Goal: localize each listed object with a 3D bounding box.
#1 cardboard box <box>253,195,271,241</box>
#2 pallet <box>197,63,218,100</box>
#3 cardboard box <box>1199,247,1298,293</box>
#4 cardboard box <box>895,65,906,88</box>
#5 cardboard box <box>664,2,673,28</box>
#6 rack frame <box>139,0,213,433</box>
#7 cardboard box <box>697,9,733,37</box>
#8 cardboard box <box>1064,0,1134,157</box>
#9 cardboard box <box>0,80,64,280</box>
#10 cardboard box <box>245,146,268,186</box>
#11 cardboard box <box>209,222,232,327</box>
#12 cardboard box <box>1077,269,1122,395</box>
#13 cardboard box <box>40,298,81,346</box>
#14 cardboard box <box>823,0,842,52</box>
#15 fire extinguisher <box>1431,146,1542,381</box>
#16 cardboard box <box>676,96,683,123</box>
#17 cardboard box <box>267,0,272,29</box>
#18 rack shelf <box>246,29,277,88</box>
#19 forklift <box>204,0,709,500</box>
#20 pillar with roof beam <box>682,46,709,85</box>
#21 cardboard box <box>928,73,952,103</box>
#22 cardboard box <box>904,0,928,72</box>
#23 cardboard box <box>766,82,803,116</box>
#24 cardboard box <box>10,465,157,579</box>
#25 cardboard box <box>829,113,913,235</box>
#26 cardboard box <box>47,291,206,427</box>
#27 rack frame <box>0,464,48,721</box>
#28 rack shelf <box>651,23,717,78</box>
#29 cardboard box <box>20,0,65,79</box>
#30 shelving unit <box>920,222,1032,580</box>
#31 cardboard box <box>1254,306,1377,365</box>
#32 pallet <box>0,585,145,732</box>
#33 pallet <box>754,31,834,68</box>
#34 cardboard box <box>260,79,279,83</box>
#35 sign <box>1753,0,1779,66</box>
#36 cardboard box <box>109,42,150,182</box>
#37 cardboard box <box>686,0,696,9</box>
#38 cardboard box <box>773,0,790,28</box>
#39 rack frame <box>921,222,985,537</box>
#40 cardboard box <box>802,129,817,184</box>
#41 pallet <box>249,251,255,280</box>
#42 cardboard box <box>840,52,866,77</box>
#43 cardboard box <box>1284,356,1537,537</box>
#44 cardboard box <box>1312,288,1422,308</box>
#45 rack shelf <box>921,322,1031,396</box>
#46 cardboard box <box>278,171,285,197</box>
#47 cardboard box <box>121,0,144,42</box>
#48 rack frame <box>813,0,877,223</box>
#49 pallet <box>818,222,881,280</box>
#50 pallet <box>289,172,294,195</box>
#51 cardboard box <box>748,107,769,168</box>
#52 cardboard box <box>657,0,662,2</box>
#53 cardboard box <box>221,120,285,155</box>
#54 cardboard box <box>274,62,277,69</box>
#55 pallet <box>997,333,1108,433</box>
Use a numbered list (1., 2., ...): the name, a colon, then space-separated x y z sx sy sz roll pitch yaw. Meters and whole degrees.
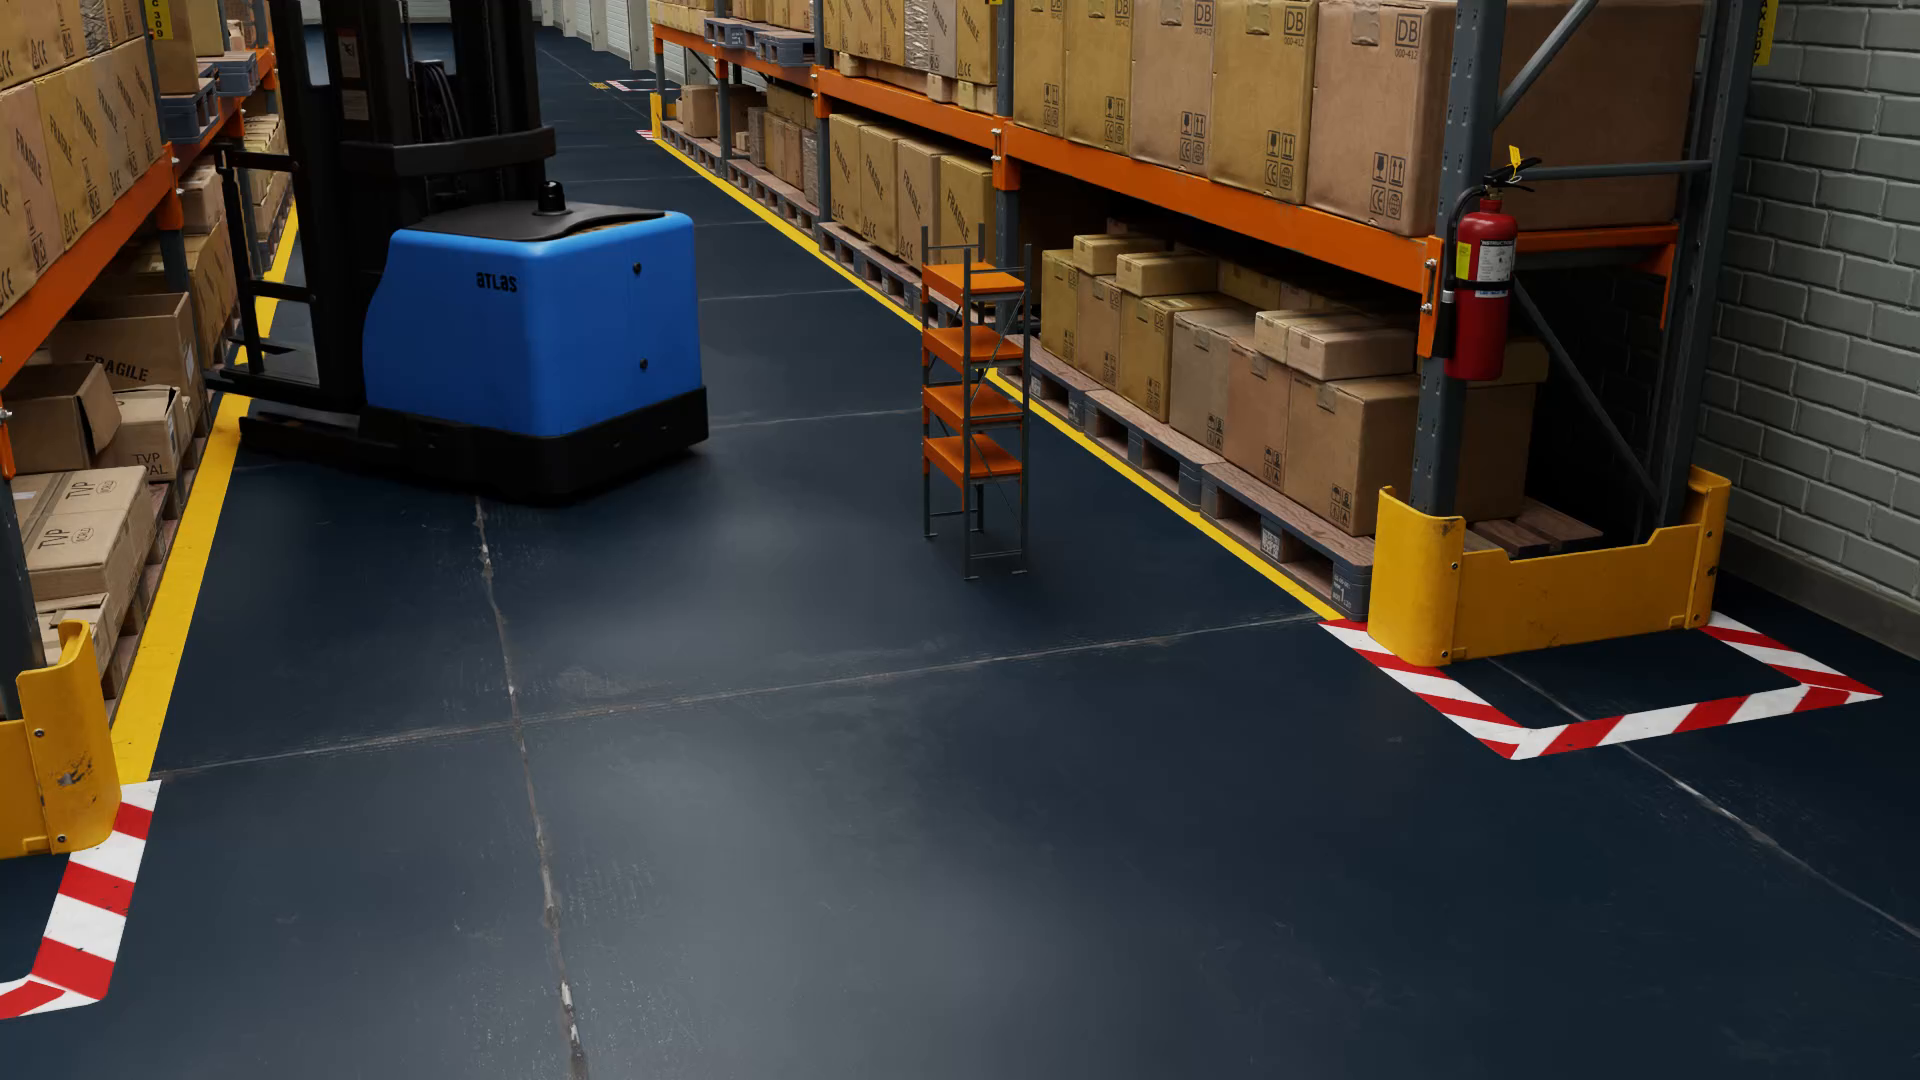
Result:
1. cardboard box: -5.161 -2.268 11.740 0.500 0.250 0.500 -6 21 -17
2. pallet: -4.659 -2.451 9.088 1.003 0.211 1.213 -6 21 -17
3. cardboard box: 1.294 -1.218 7.487 0.380 0.149 0.250 -6 21 -17
4. cardboard box: -0.197 -2.963 10.569 0.380 0.149 0.250 -6 21 -17
5. cardboard box: -2.905 -5.679 17.983 0.500 0.250 0.500 -7 21 -18
6. rack frame: -4.017 -1.882 7.218 1.000 3.000 0.127 -6 21 -17
7. cardboard box: -2.267 -5.035 16.189 0.500 0.250 0.500 -6 21 -17
8. cardboard box: 1.063 -2.140 7.492 0.980 0.700 0.700 -7 21 -19
9. cardboard box: -2.817 -0.980 4.561 0.500 0.500 0.500 -7 21 -18
10. cardboard box: -5.334 -2.700 12.112 0.500 0.311 0.500 -7 21 -19
11. cardboard box: -4.266 -1.425 8.992 0.500 0.500 0.500 -6 21 -17
12. cardboard box: 0.976 -1.018 7.890 0.700 0.500 0.500 -7 21 -18
13. cardboard box: -4.445 -1.040 7.922 0.500 0.500 0.500 -7 21 -17
14. cardboard box: -0.664 -3.706 11.680 0.500 0.500 0.500 -6 21 -16
15. fire extinguisher: 1.551 -0.816 4.918 0.296 0.674 0.183 -6 21 -17
16. cardboard box: -2.956 -4.970 19.143 0.500 0.311 0.500 -9 22 -23
17. cardboard box: -7.655 -5.628 17.501 0.700 0.500 0.500 -6 21 -17
18. rack shelf: -7.161 -4.752 16.274 1.077 0.370 4.000 -6 21 -17
19. forklift: -2.667 -1.890 7.341 3.031 2.935 1.130 11 23 28
20. pillar with roof beam: -8.019 -10.419 22.111 9.100 9.000 0.400 -6 21 -17
21. cardboard box: 0.030 -2.624 9.626 0.380 0.149 0.250 -6 21 -17
22. cardboard box: -0.020 -3.052 9.858 0.500 0.500 0.500 -6 21 -17
23. cardboard box: -1.442 -3.985 15.010 0.500 0.250 0.500 -7 21 -18
24. cardboard box: -2.976 -0.037 5.498 0.500 0.250 0.500 -6 21 -17
25. cardboard box: -0.467 -2.629 11.857 0.750 0.750 0.750 -7 21 -18
26. cardboard box: -3.569 -0.760 7.141 0.500 0.500 0.500 -6 21 -17
27. rack frame: -2.760 -0.598 3.644 1.000 3.000 0.127 -6 21 -17
28. rack shelf: -2.459 -5.280 17.742 1.077 0.370 4.000 -6 21 -17
29. cardboard box: -2.973 -1.614 4.846 0.500 0.500 0.500 -6 21 -16
30. shelving unit: 0.052 -0.512 6.066 0.258 1.200 0.503 -6 21 -17
31. cardboard box: 1.332 -0.770 6.239 0.380 0.149 0.250 -6 21 -16
32. pallet: -3.036 0.434 4.895 1.003 0.211 1.213 -6 21 -17
33. pallet: -0.898 -3.820 12.898 1.213 0.211 1.003 -6 21 -17
34. cardboard box: -6.545 -4.047 15.584 0.500 0.500 0.500 -6 21 -17
35. sign: 2.470 -1.627 5.112 0.100 0.325 0.005 -6 21 -17
36. cardboard box: -3.453 -1.630 6.370 0.500 0.500 0.500 -6 21 -16
37. cardboard box: -2.435 -5.547 16.504 0.500 0.500 0.500 -7 21 -18
38. cardboard box: -1.143 -4.494 13.692 0.700 0.500 0.500 -6 21 -17
39. rack frame: -0.025 -0.590 6.284 0.240 1.200 0.015 -6 21 -17
40. cardboard box: -0.901 -3.127 13.731 0.700 0.500 0.500 -6 21 -17
41. pallet: -5.076 -1.609 10.585 1.003 0.211 1.213 -6 21 -17
42. cardboard box: -0.616 -3.278 11.446 0.380 0.149 0.250 -6 21 -16
43. cardboard box: 1.626 -0.361 6.060 0.700 0.500 0.500 -6 21 -17
44. cardboard box: 1.617 -0.890 6.574 0.380 0.149 0.250 -6 21 -17
45. rack shelf: 0.052 -0.659 6.013 0.258 0.148 0.480 -6 21 -17
46. cardboard box: -5.808 -2.924 13.565 0.500 0.250 0.500 -6 21 -16
47. cardboard box: -3.613 -2.264 6.657 0.500 0.500 0.500 -6 21 -17
48. rack frame: -0.573 -3.693 12.260 1.000 3.000 0.127 -6 21 -17
49. pallet: -0.397 -2.119 12.005 1.003 0.211 1.213 -6 21 -17
50. pallet: -6.742 -3.396 15.560 1.003 0.211 1.213 -6 21 -17
51. cardboard box: -1.583 -3.773 15.529 0.700 0.500 0.500 -6 21 -15
52. cardboard box: -3.077 -6.207 18.343 0.500 0.500 0.500 -6 21 -17
53. cardboard box: -5.963 -3.351 13.924 0.500 0.311 0.500 -6 21 -16
54. cardboard box: -7.338 -4.849 17.815 0.500 0.500 0.500 -6 21 -17
55. pallet: 0.849 -0.844 8.455 1.003 0.211 1.213 -6 21 -17
